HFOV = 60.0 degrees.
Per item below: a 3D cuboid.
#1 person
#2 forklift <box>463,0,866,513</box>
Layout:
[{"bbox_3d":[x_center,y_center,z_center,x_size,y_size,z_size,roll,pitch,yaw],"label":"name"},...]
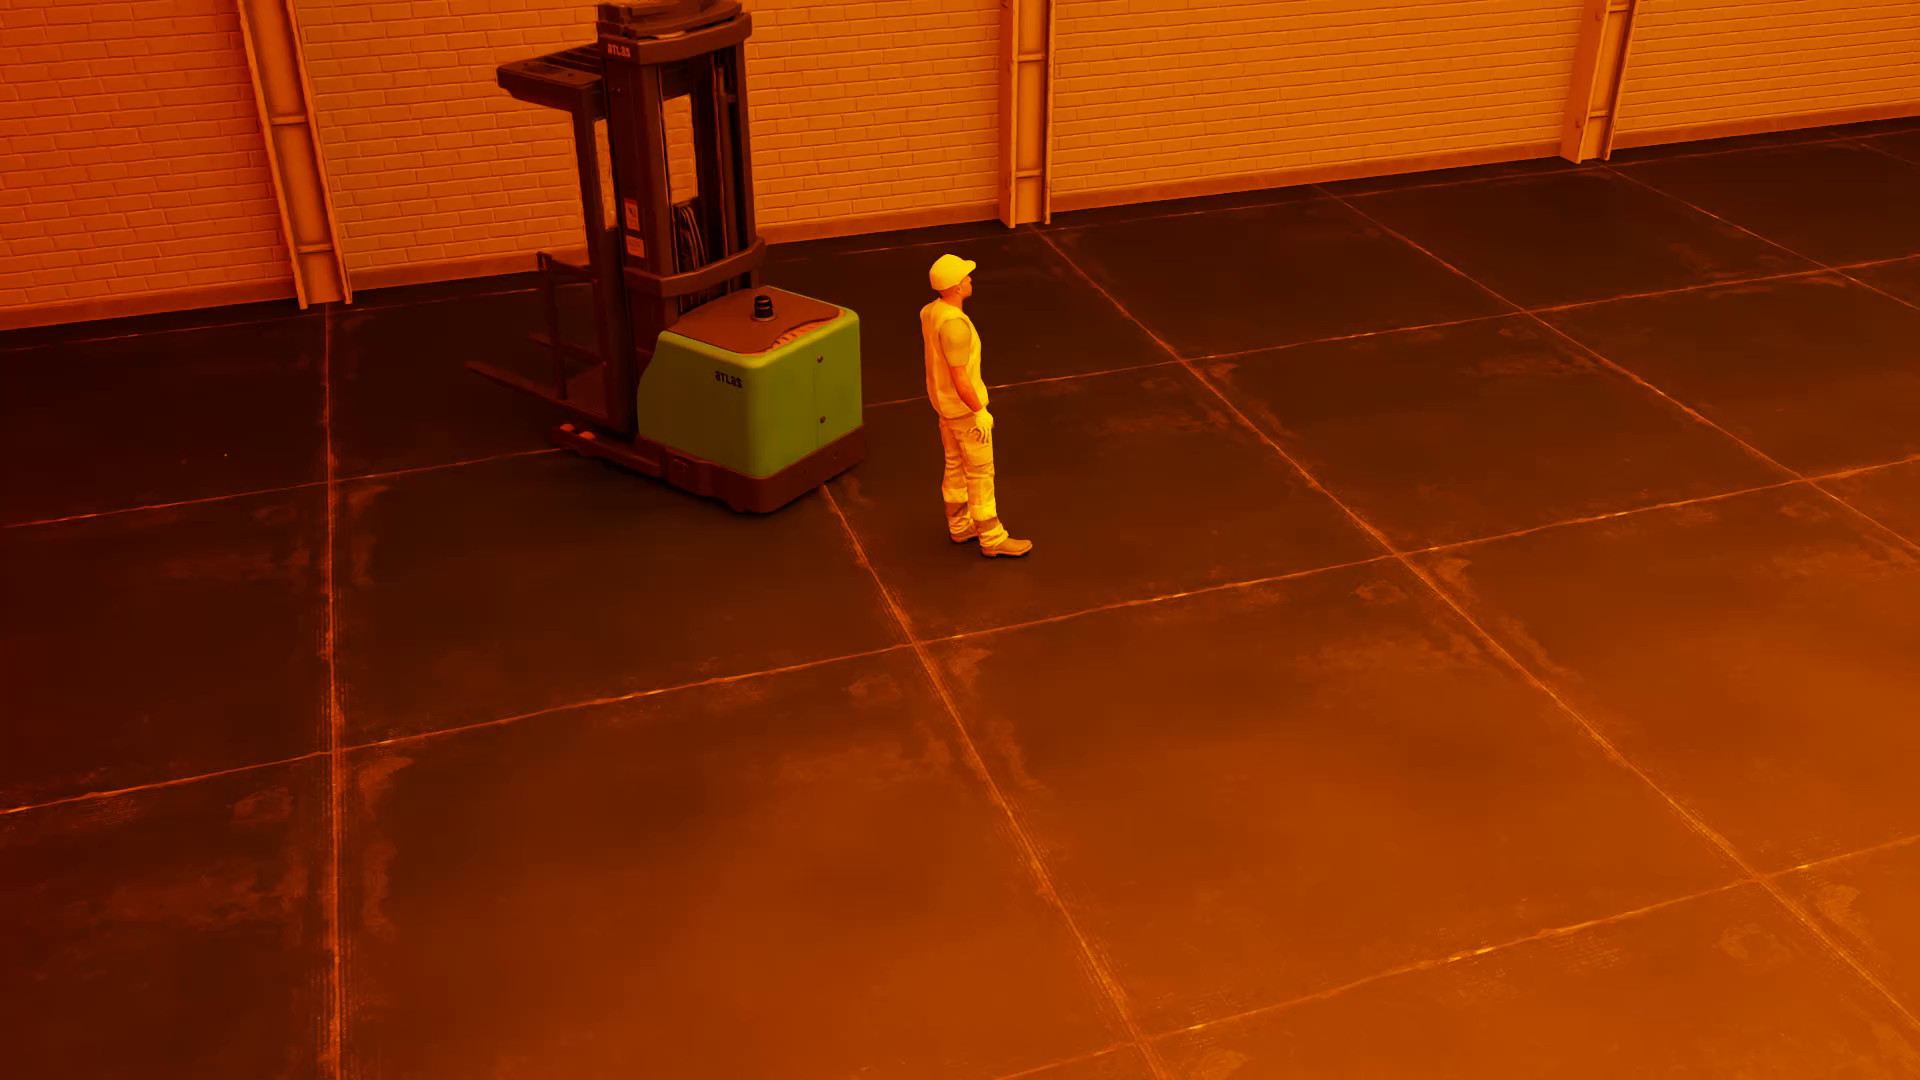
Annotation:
[{"bbox_3d":[0.080,-0.789,9.588,0.563,1.788,0.638,-10,31,-16],"label":"person"},{"bbox_3d":[-2.099,-2.009,10.578,3.031,2.935,1.130,20,36,31],"label":"forklift"}]
